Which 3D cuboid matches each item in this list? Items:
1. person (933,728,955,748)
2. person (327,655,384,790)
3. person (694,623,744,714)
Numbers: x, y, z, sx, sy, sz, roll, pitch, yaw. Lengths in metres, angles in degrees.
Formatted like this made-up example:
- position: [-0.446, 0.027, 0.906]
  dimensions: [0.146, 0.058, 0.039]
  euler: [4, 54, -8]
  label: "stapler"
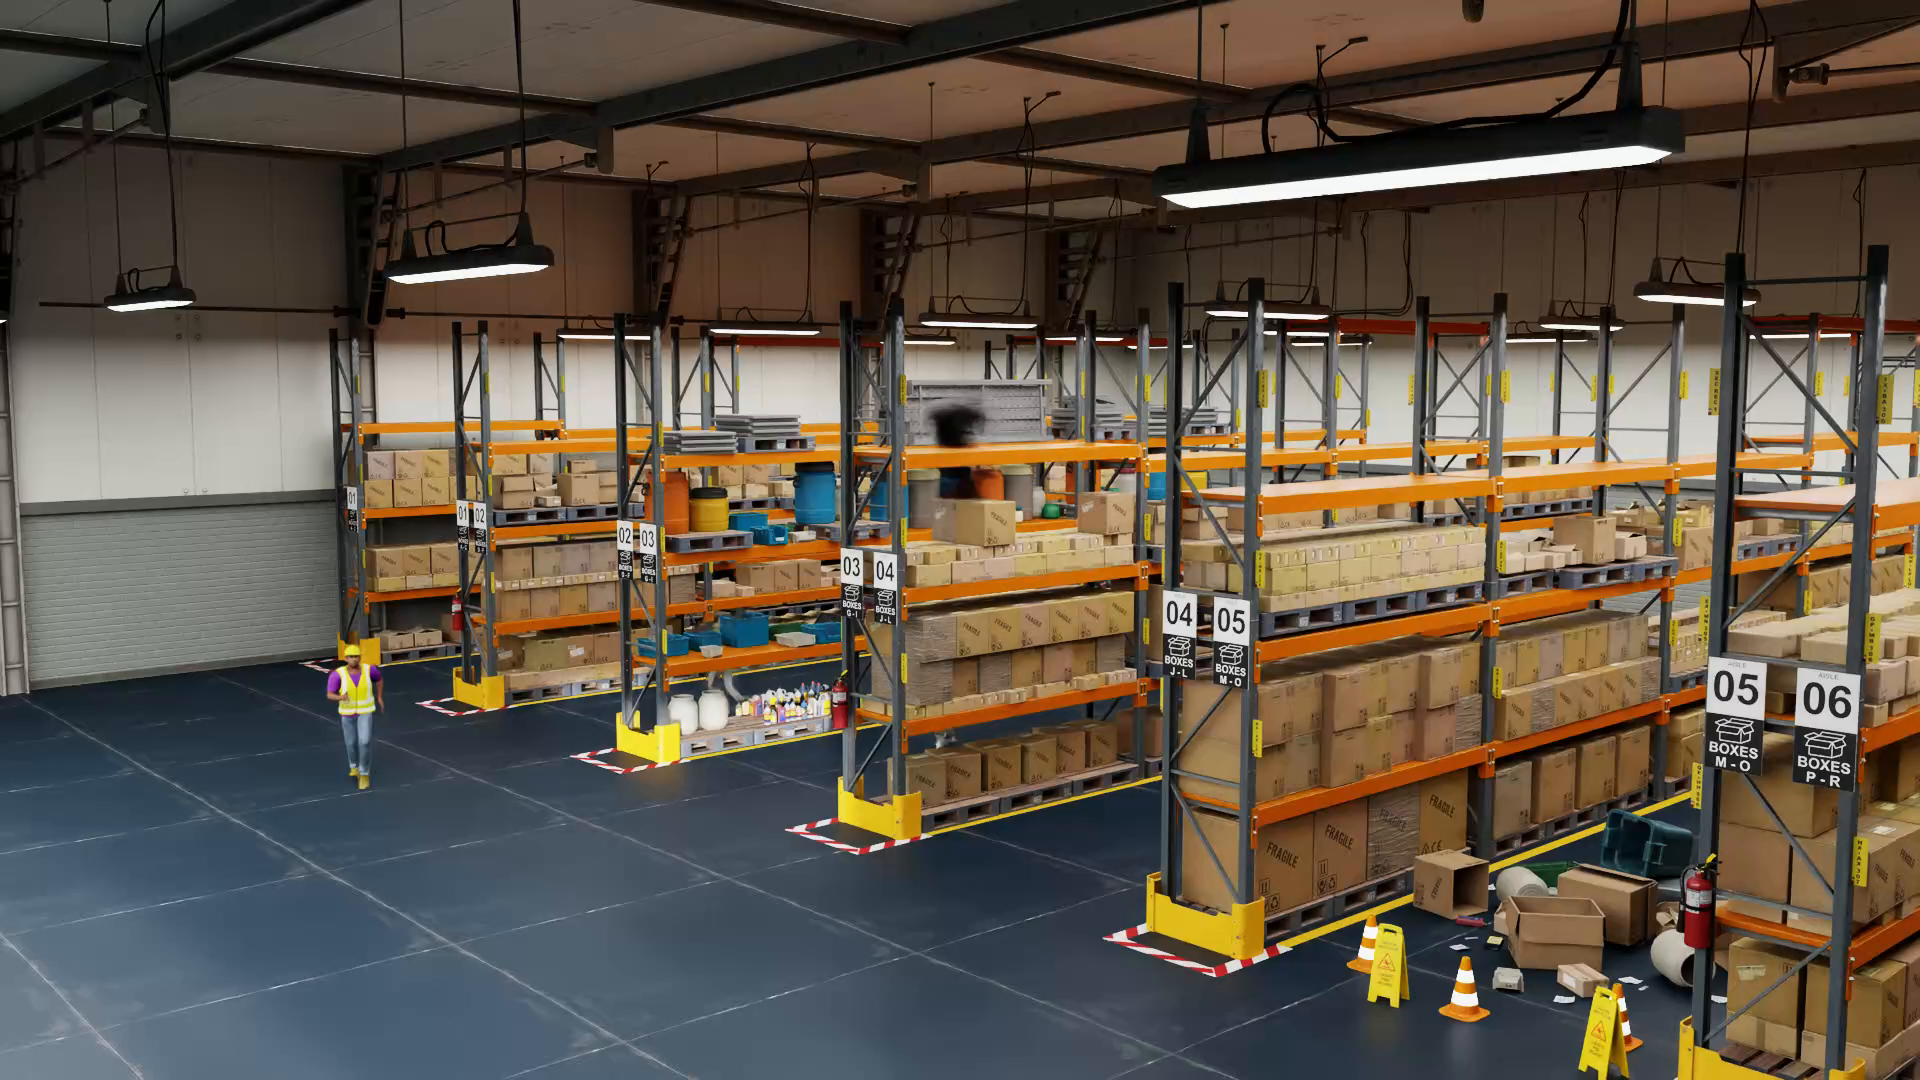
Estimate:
- position: [-0.289, 2.076, 22.856]
  dimensions: [0.565, 1.608, 0.816]
  euler: [5, 8, 44]
  label: "person"
- position: [-7.612, 2.238, 20.957]
  dimensions: [0.657, 1.787, 0.855]
  euler: [-2, 6, -16]
  label: "person"
- position: [-3.644, 1.953, 25.249]
  dimensions: [0.555, 1.447, 0.784]
  euler: [4, 7, 34]
  label: "person"
